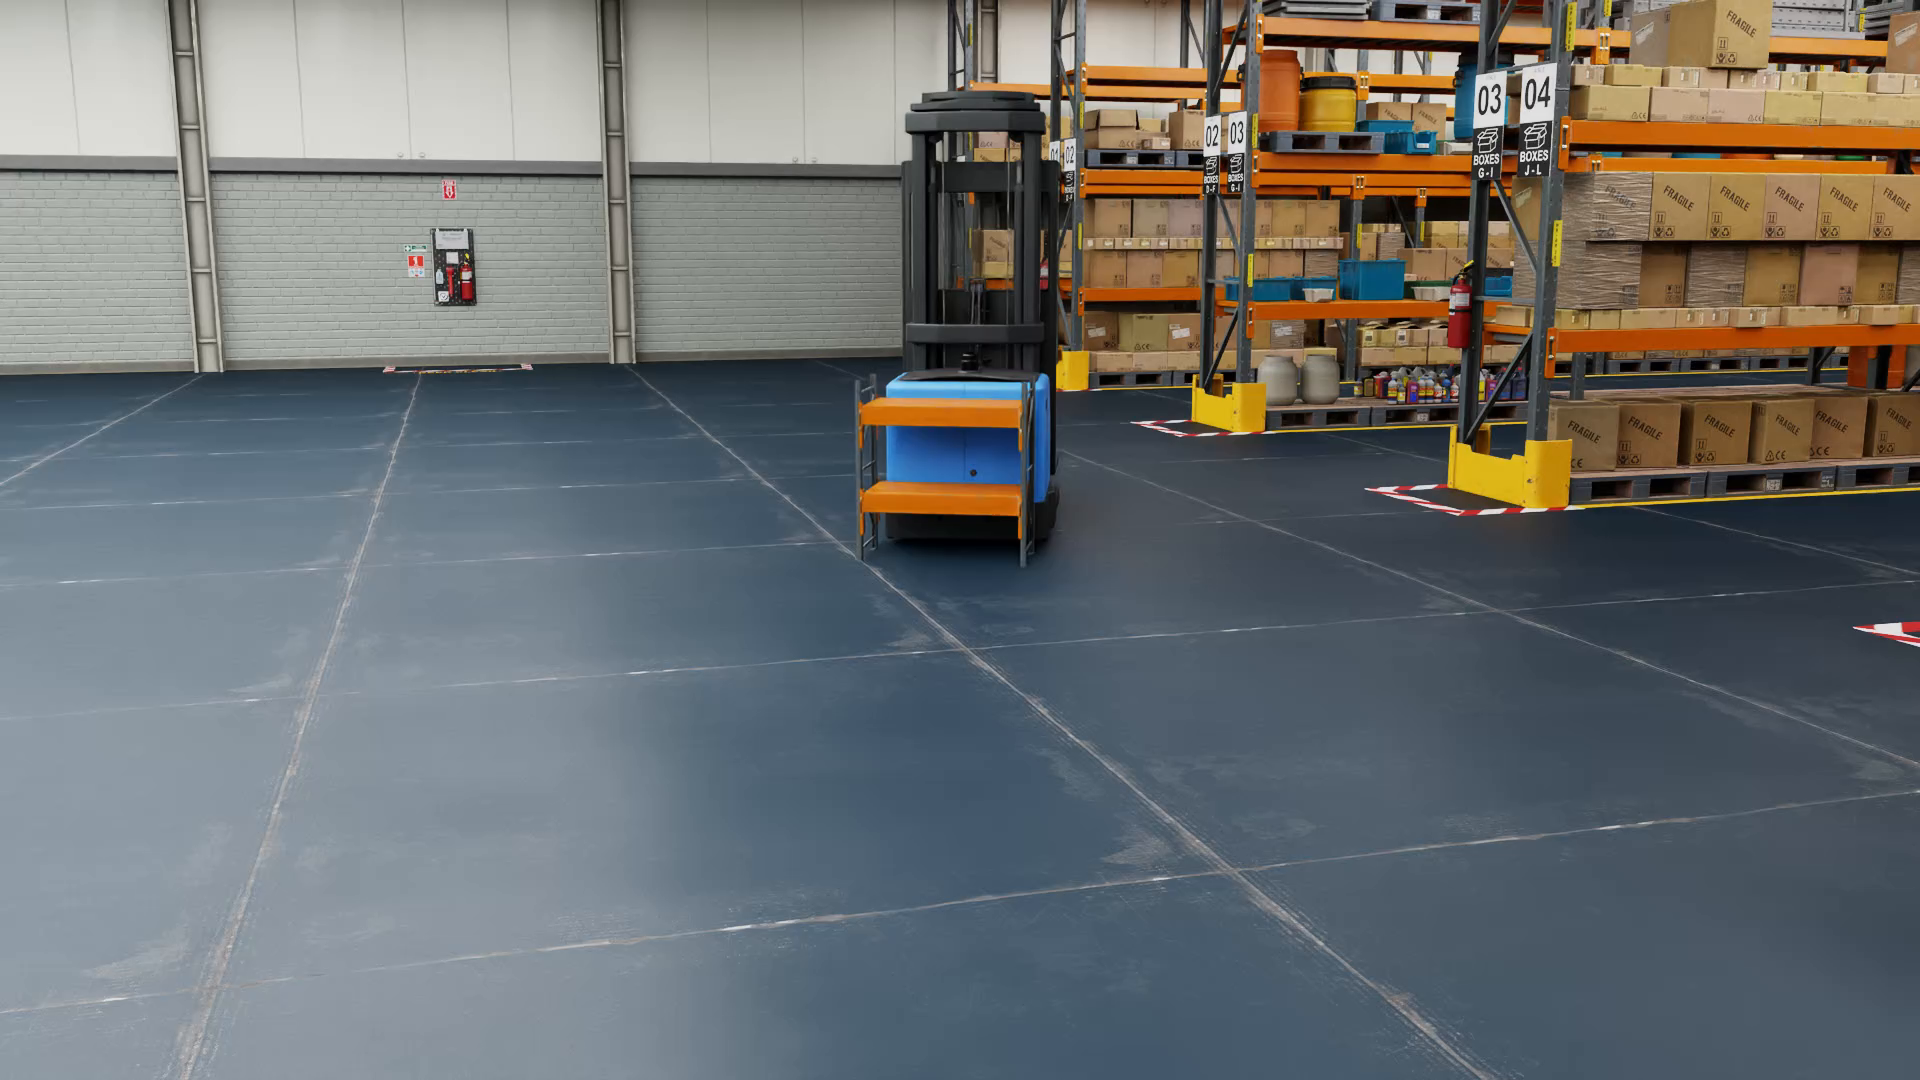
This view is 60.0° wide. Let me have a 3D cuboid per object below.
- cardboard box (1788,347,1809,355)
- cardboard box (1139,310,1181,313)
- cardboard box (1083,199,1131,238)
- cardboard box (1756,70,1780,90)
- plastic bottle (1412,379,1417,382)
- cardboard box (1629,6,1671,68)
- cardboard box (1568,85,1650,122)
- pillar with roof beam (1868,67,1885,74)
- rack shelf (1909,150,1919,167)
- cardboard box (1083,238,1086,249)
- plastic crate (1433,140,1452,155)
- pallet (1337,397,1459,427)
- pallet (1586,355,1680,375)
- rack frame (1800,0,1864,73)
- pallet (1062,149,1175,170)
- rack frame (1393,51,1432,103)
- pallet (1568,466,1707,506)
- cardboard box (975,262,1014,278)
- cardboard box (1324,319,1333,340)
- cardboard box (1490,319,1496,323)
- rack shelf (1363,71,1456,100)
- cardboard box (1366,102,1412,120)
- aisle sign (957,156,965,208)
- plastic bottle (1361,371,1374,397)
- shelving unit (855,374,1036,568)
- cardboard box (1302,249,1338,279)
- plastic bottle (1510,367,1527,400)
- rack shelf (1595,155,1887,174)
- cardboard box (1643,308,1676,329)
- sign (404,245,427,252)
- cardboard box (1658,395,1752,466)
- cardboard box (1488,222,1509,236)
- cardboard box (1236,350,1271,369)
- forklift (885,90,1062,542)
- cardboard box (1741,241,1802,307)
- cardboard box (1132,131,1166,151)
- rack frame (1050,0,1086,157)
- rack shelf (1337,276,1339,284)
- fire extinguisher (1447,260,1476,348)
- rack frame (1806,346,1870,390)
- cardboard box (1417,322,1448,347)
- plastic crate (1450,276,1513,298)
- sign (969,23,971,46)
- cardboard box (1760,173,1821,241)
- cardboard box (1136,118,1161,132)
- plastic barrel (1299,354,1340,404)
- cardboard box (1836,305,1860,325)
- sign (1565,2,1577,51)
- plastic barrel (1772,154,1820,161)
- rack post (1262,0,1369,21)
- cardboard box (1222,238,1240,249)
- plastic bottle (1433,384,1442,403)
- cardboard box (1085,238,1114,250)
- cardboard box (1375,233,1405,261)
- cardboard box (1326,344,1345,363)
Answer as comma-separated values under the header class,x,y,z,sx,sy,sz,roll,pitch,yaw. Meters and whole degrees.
class,x,y,z,sx,sy,sz,roll,pitch,yaw
cardboard box,12.519,-3.052,25.031,0.500,0.500,0.500,-3,11,-16
cardboard box,2.778,-2.888,22.813,0.500,0.500,0.500,-3,11,-16
cardboard box,1.893,-4.244,21.957,0.500,0.500,0.700,-3,11,-16
cardboard box,5.970,-3.463,12.598,0.250,0.149,0.380,-3,11,-17
plastic bottle,5.029,-1.686,18.435,0.097,0.201,0.097,0,10,0
cardboard box,5.573,-3.850,12.909,0.500,0.500,0.500,-3,11,-16
cardboard box,4.691,-3.192,12.227,0.500,0.250,0.500,-3,11,-14
pillar with roof beam,18.919,-7.693,27.978,0.548,9.000,9.100,-3,11,-16
rack shelf,9.917,-3.236,14.040,4.000,0.370,1.077,-3,11,-16
cardboard box,1.704,-3.954,22.170,0.250,0.149,0.380,-3,11,-17
plastic crate,5.021,-4.213,17.945,0.450,0.188,0.336,-3,11,-16
pallet,4.782,-1.414,18.142,1.213,0.211,1.003,-3,11,-16
pallet,9.799,-2.598,24.574,1.213,0.211,1.003,-3,11,-16
rack frame,12.912,-7.091,24.708,0.127,3.000,1.000,-3,11,-16
pallet,2.077,-4.996,21.859,1.213,0.211,1.003,-3,11,-16
rack frame,7.684,-7.749,28.285,0.127,3.000,1.000,-3,11,-16
pallet,5.019,-0.478,13.060,1.213,0.211,1.003,-3,11,-16
cardboard box,0.560,-4.299,26.475,0.500,0.250,0.500,-3,11,-18
cardboard box,6.011,-3.704,28.572,0.500,0.500,0.700,-3,11,-16
cardboard box,7.985,-3.064,24.293,0.500,0.311,0.500,-3,11,-17
rack shelf,7.152,-6.237,23.160,4.000,0.370,1.077,-3,11,-16
cardboard box,5.835,-5.737,22.820,0.500,0.500,0.500,-3,11,-15
aisle sign,0.017,-5.617,26.091,0.004,0.787,0.394,-3,11,-16
plastic bottle,4.520,-1.730,18.448,0.133,0.283,0.061,-3,11,-15
shelving unit,-0.082,-0.443,10.344,1.048,1.125,0.538,2,11,9
cardboard box,4.807,-3.761,22.915,0.500,0.500,0.700,-3,11,-17
plastic bottle,6.074,-1.705,18.124,0.185,0.351,0.144,-3,11,-17
rack shelf,8.532,-4.097,18.717,4.000,0.370,1.077,-3,11,-16
cardboard box,5.220,-1.696,12.667,0.250,0.149,0.380,-3,11,-16
sign,-8.264,-4.424,25.233,0.331,0.109,0.001,-3,11,-16
cardboard box,5.931,-0.881,13.292,0.500,0.500,0.500,-2,11,-11
cardboard box,9.186,-5.404,28.893,0.500,0.250,0.500,-3,11,-16
cardboard box,3.888,-2.477,22.650,0.500,0.250,0.500,-3,11,-16
forklift,0.160,-1.650,11.916,1.130,2.935,3.031,1,10,5
cardboard box,6.114,-2.116,13.160,0.500,0.500,0.875,-3,11,-16
cardboard box,2.423,-5.314,22.209,0.500,0.250,0.500,-3,11,-16
rack frame,1.391,-6.483,21.409,0.127,3.000,1.000,-3,11,-16
rack shelf,5.763,-4.344,28.344,4.000,0.370,1.077,-3,11,-16
fire extinguisher,3.917,-1.847,13.008,0.183,0.674,0.296,-3,11,-16
rack frame,10.453,-3.077,19.473,0.127,3.000,1.000,-3,11,-16
cardboard box,6.676,-2.894,23.367,0.500,0.311,0.500,-3,11,-18
plastic crate,5.625,-2.698,17.827,0.616,0.251,0.499,-3,11,-16
sign,0.154,-7.748,25.482,0.005,0.325,0.100,-3,11,-16
cardboard box,6.200,-2.554,12.777,0.500,0.500,0.500,-3,11,-16
cardboard box,2.912,-6.520,26.800,0.500,0.500,0.500,-2,11,-13
plastic barrel,3.863,-1.727,17.852,0.421,0.512,0.421,0,10,0
cardboard box,6.887,-1.793,13.193,0.250,0.149,0.380,-3,11,-16
sign,4.308,-3.621,11.734,0.005,0.325,0.100,-3,11,-16
plastic barrel,9.604,-4.794,19.135,0.600,0.901,0.600,0,10,0
rack post,3.533,-5.392,16.864,0.954,0.300,0.937,-2,11,-10
cardboard box,3.556,-3.975,22.284,0.250,0.149,0.380,-3,11,-14
plastic bottle,5.120,-1.577,17.841,0.097,0.201,0.097,0,10,0
cardboard box,1.828,-3.884,21.789,0.250,0.149,0.380,-3,11,-16
cardboard box,7.235,-5.039,28.641,0.500,0.500,0.700,-4,11,-23
cardboard box,5.548,-2.661,23.651,0.500,0.250,0.500,-3,11,-16
